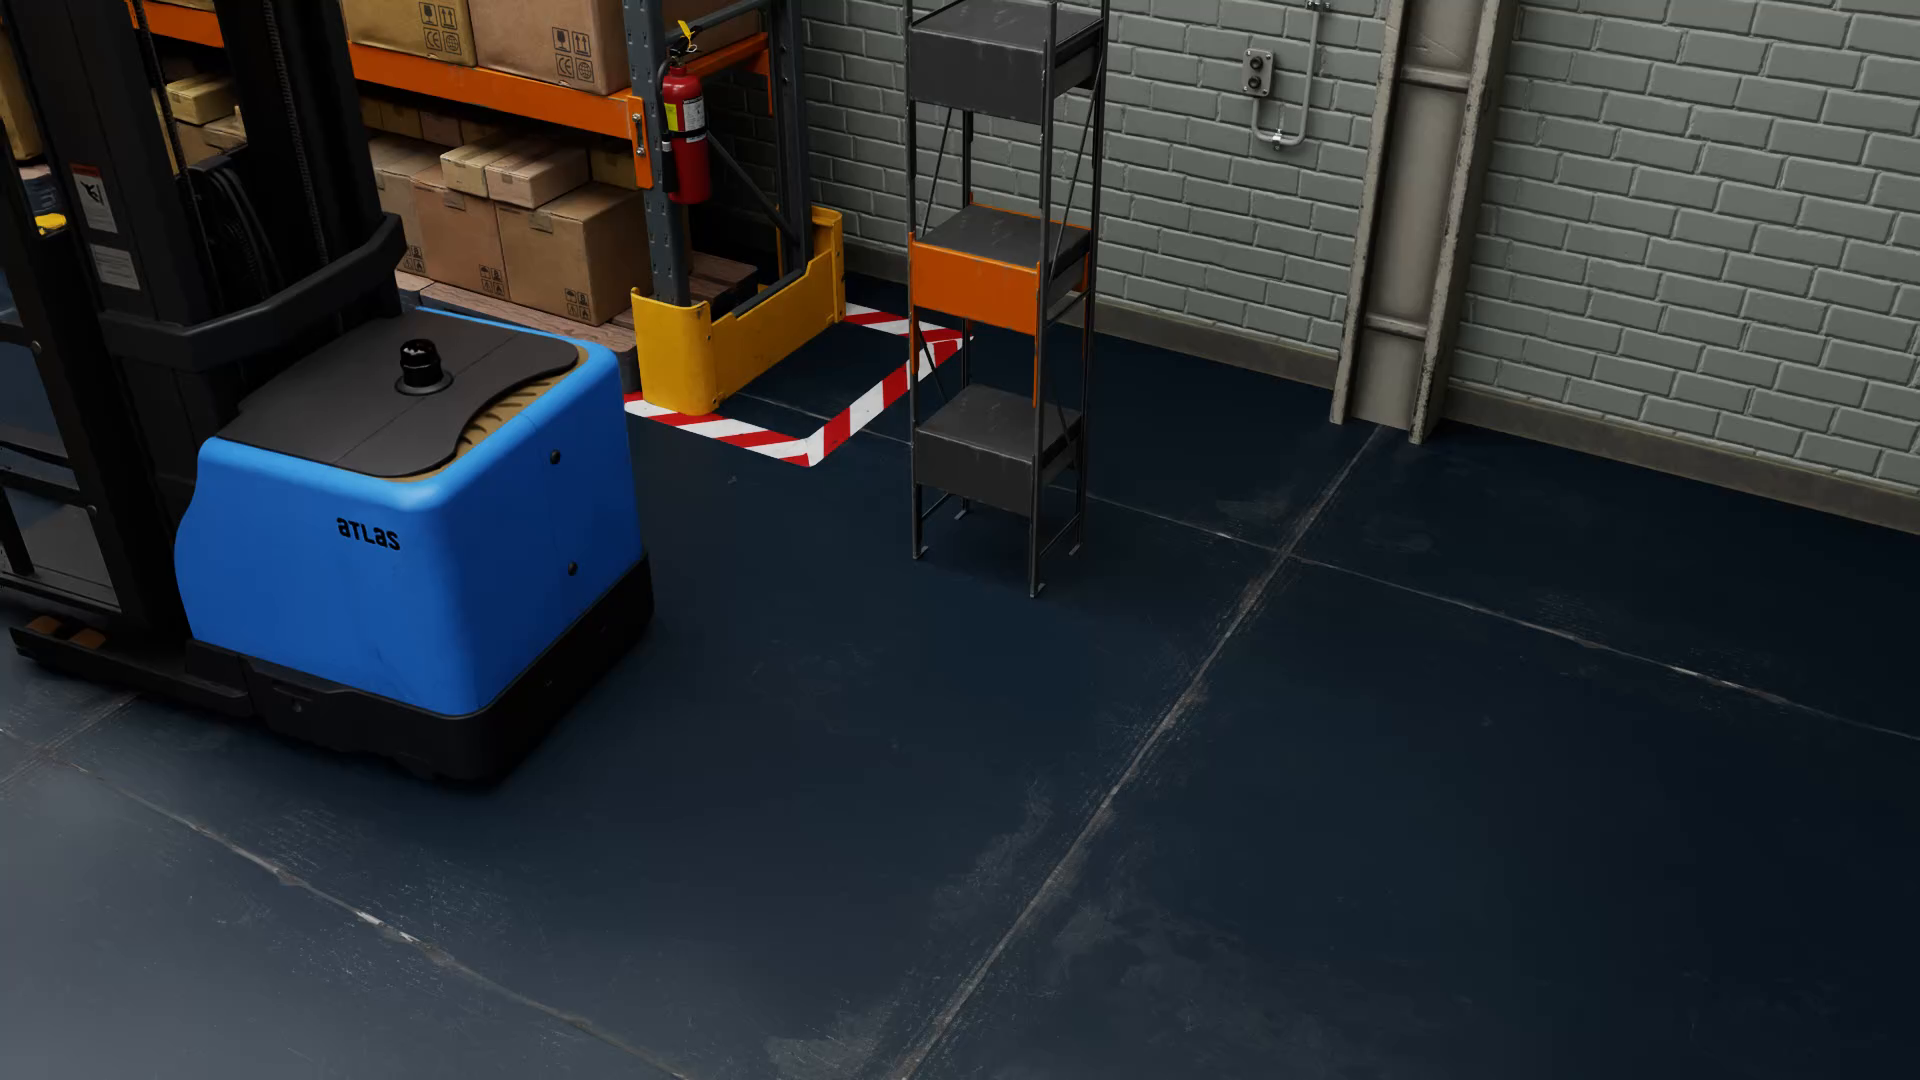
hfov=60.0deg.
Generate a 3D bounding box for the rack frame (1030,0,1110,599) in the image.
[{"bbox_3d":[0.356,-0.761,5.499,0.015,2.100,0.400,18,37,24],"label":"rack frame"}]

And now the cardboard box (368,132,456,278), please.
[{"bbox_3d":[-2.501,-1.648,7.894,0.500,0.500,0.700,16,37,23],"label":"cardboard box"}]

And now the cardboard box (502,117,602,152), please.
[{"bbox_3d":[-1.862,-1.843,7.602,0.250,0.149,0.380,18,38,25],"label":"cardboard box"}]

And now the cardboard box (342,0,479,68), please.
[{"bbox_3d":[-2.057,-2.548,7.100,0.700,0.700,0.980,17,37,24],"label":"cardboard box"}]

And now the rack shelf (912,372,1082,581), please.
[{"bbox_3d":[0.144,-0.234,5.995,0.480,0.518,0.431,18,37,24],"label":"rack shelf"}]

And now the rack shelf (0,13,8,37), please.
[{"bbox_3d":[-6.182,-3.444,9.365,4.000,0.370,1.077,18,37,24],"label":"rack shelf"}]

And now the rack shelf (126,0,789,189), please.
[{"bbox_3d":[-2.709,-2.344,7.713,4.000,0.370,1.077,18,37,24],"label":"rack shelf"}]

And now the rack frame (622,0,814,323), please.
[{"bbox_3d":[-0.972,-2.093,6.687,0.127,3.000,1.000,18,37,24],"label":"rack frame"}]

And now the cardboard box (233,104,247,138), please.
[{"bbox_3d":[-3.187,-2.017,7.864,0.250,0.149,0.380,16,37,23],"label":"cardboard box"}]

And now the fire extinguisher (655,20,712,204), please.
[{"bbox_3d":[-1.070,-1.642,6.416,0.183,0.674,0.296,18,37,24],"label":"fire extinguisher"}]

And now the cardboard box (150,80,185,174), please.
[{"bbox_3d":[-3.847,-2.073,8.533,0.500,0.500,0.700,18,38,25],"label":"cardboard box"}]

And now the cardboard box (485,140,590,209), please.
[{"bbox_3d":[-1.832,-1.590,7.222,0.250,0.149,0.380,17,37,24],"label":"cardboard box"}]

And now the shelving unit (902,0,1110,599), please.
[{"bbox_3d":[0.144,-0.828,5.600,0.503,2.100,0.431,18,37,24],"label":"shelving unit"}]

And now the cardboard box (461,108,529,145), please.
[{"bbox_3d":[-2.079,-1.912,7.706,0.250,0.149,0.380,18,38,25],"label":"cardboard box"}]

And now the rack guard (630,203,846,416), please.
[{"bbox_3d":[-0.951,-1.046,7.370,0.348,0.500,1.175,18,37,24],"label":"rack guard"}]

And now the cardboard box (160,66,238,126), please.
[{"bbox_3d":[-3.640,-2.161,8.080,0.250,0.149,0.380,19,38,26],"label":"cardboard box"}]

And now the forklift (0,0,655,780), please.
[{"bbox_3d":[-2.625,-1.010,5.122,3.031,2.935,1.130,13,36,19],"label":"forklift"}]

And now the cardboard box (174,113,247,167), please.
[{"bbox_3d":[-3.412,-1.933,8.323,0.500,0.500,0.700,17,37,24],"label":"cardboard box"}]

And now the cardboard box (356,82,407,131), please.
[{"bbox_3d":[-2.743,-2.122,8.021,0.250,0.149,0.380,17,37,24],"label":"cardboard box"}]

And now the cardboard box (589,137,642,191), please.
[{"bbox_3d":[-1.422,-1.704,7.394,0.250,0.149,0.380,18,38,25],"label":"cardboard box"}]

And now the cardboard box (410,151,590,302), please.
[{"bbox_3d":[-2.064,-1.510,7.687,0.500,0.500,0.700,17,37,24],"label":"cardboard box"}]

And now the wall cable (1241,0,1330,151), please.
[{"bbox_3d":[0.609,-2.619,6.561,1.851,1.984,0.084,18,37,24],"label":"wall cable"}]

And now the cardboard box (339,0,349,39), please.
[{"bbox_3d":[-2.715,-2.763,7.422,0.700,0.700,0.980,16,37,22],"label":"cardboard box"}]

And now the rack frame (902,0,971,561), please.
[{"bbox_3d":[-0.068,-0.896,5.700,0.015,2.100,0.400,18,37,24],"label":"rack frame"}]

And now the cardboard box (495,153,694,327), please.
[{"bbox_3d":[-1.630,-1.372,7.481,0.500,0.500,0.700,18,37,24],"label":"cardboard box"}]

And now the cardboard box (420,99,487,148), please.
[{"bbox_3d":[-2.300,-1.982,7.811,0.250,0.149,0.380,18,38,25],"label":"cardboard box"}]

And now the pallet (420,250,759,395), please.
[{"bbox_3d":[-1.705,-1.115,7.734,1.213,0.211,1.003,18,37,24],"label":"pallet"}]

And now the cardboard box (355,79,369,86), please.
[{"bbox_3d":[-2.968,-2.192,8.127,0.250,0.149,0.380,18,38,25],"label":"cardboard box"}]

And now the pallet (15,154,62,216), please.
[{"bbox_3d":[-5.153,-2.209,9.376,1.213,0.211,1.003,18,37,24],"label":"pallet"}]

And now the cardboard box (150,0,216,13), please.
[{"bbox_3d":[-3.351,-2.958,7.715,0.700,0.700,0.980,17,37,23],"label":"cardboard box"}]

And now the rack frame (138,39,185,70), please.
[{"bbox_3d":[-4.445,-3.193,8.339,0.127,3.000,1.000,18,37,24],"label":"rack frame"}]

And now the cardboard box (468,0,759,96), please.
[{"bbox_3d":[-1.420,-2.354,6.808,0.700,0.700,0.980,19,38,26],"label":"cardboard box"}]

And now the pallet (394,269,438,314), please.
[{"bbox_3d":[-2.760,-1.451,8.239,1.213,0.211,1.003,18,37,24],"label":"pallet"}]

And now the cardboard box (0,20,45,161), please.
[{"bbox_3d":[-5.074,-2.590,8.993,0.750,0.750,0.750,18,38,25],"label":"cardboard box"}]

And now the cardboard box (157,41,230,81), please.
[{"bbox_3d":[-3.874,-2.478,8.556,0.250,0.149,0.380,17,37,24],"label":"cardboard box"}]

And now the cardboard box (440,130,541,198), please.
[{"bbox_3d":[-2.054,-1.660,7.327,0.250,0.149,0.380,19,38,26],"label":"cardboard box"}]

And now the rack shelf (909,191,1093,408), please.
[{"bbox_3d":[0.144,-0.817,5.607,0.480,0.518,0.431,18,37,24],"label":"rack shelf"}]

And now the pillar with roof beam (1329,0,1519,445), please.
[{"bbox_3d":[-0.335,-2.192,1.424,0.400,9.000,9.100,18,37,24],"label":"pillar with roof beam"}]

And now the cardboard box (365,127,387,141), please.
[{"bbox_3d":[-2.968,-1.791,8.109,0.500,0.500,0.700,18,38,25],"label":"cardboard box"}]

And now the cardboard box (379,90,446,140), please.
[{"bbox_3d":[-2.524,-2.052,7.916,0.250,0.149,0.380,18,38,25],"label":"cardboard box"}]

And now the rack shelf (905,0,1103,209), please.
[{"bbox_3d":[0.144,-1.400,5.219,0.480,0.518,0.431,18,37,24],"label":"rack shelf"}]
